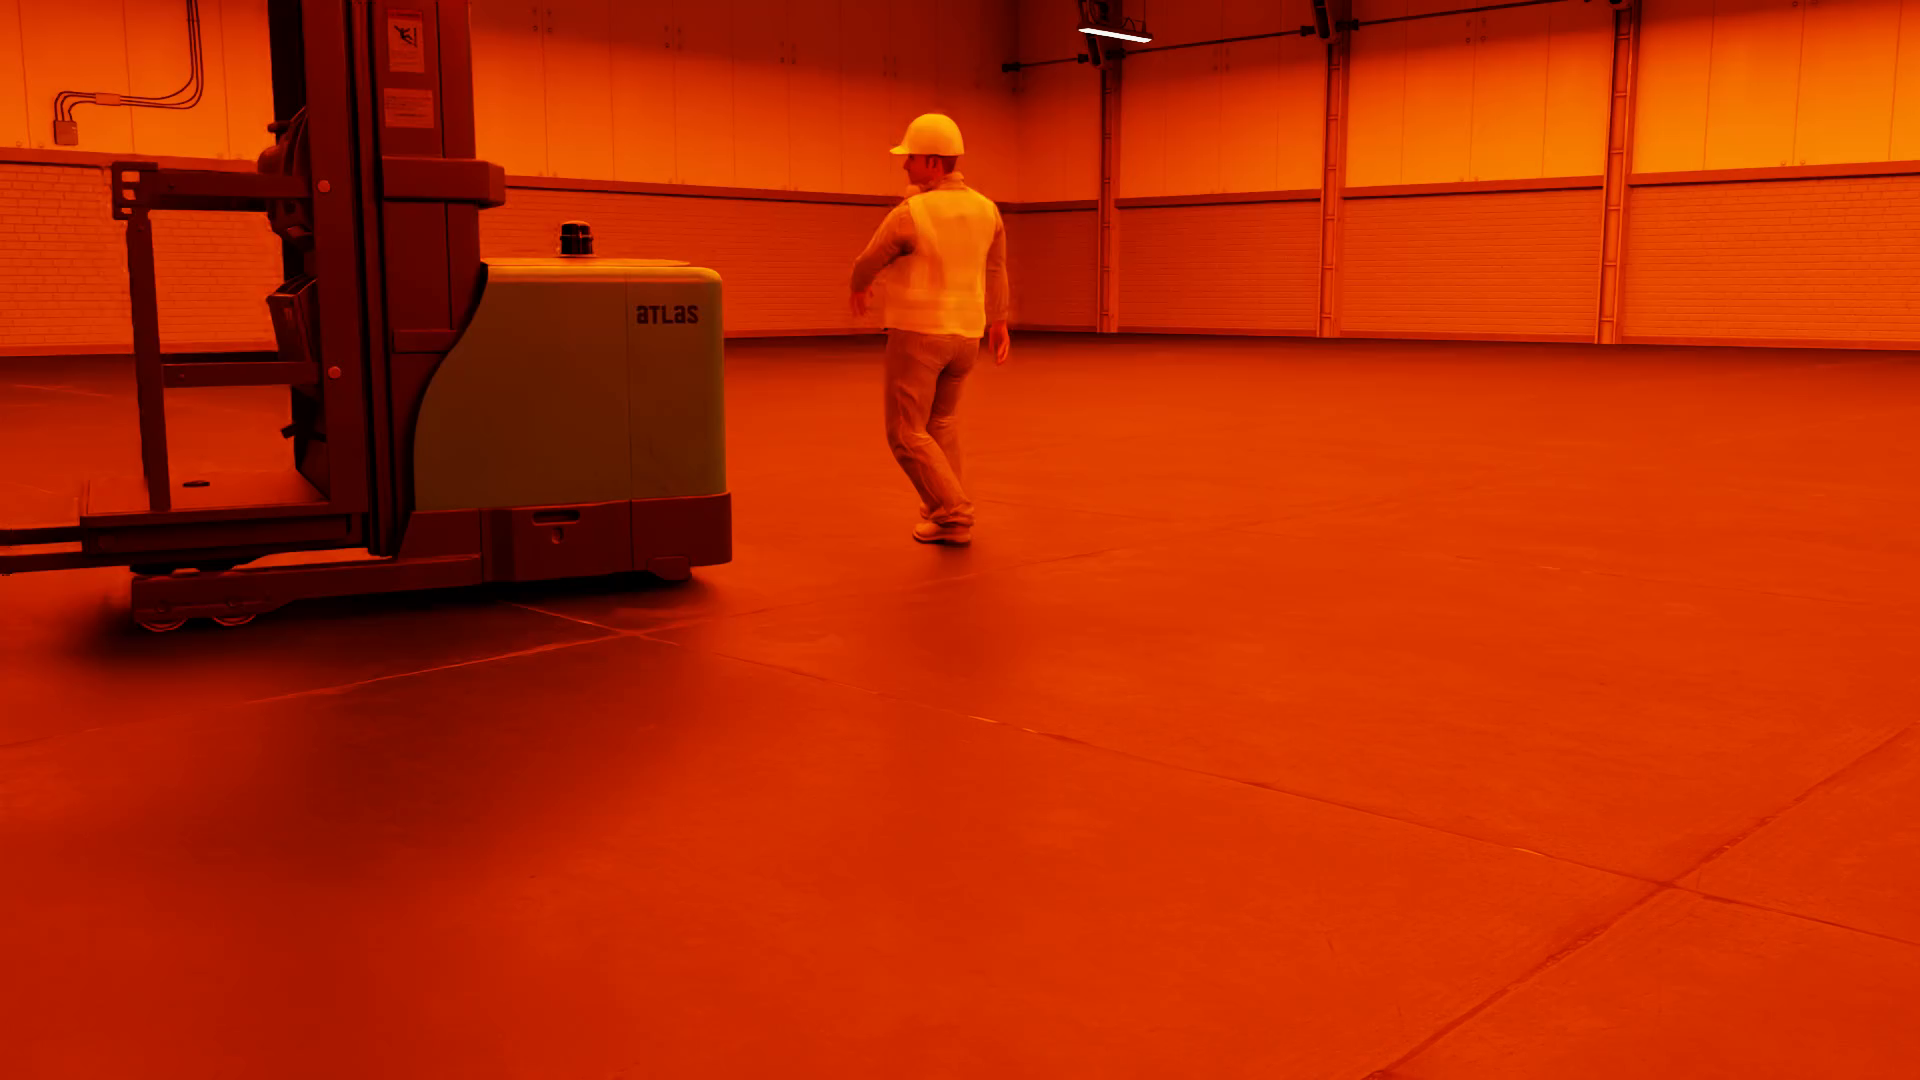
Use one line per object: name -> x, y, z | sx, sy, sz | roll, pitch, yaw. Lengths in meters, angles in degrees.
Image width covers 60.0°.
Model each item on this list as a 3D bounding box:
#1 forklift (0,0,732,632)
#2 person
forklift -> -2.340, -1.266, 5.284 | 3.031, 2.935, 1.130 | -4, 10, -27
person -> -0.095, -0.867, 6.841 | 0.789, 1.688, 0.695 | 8, 12, 42
